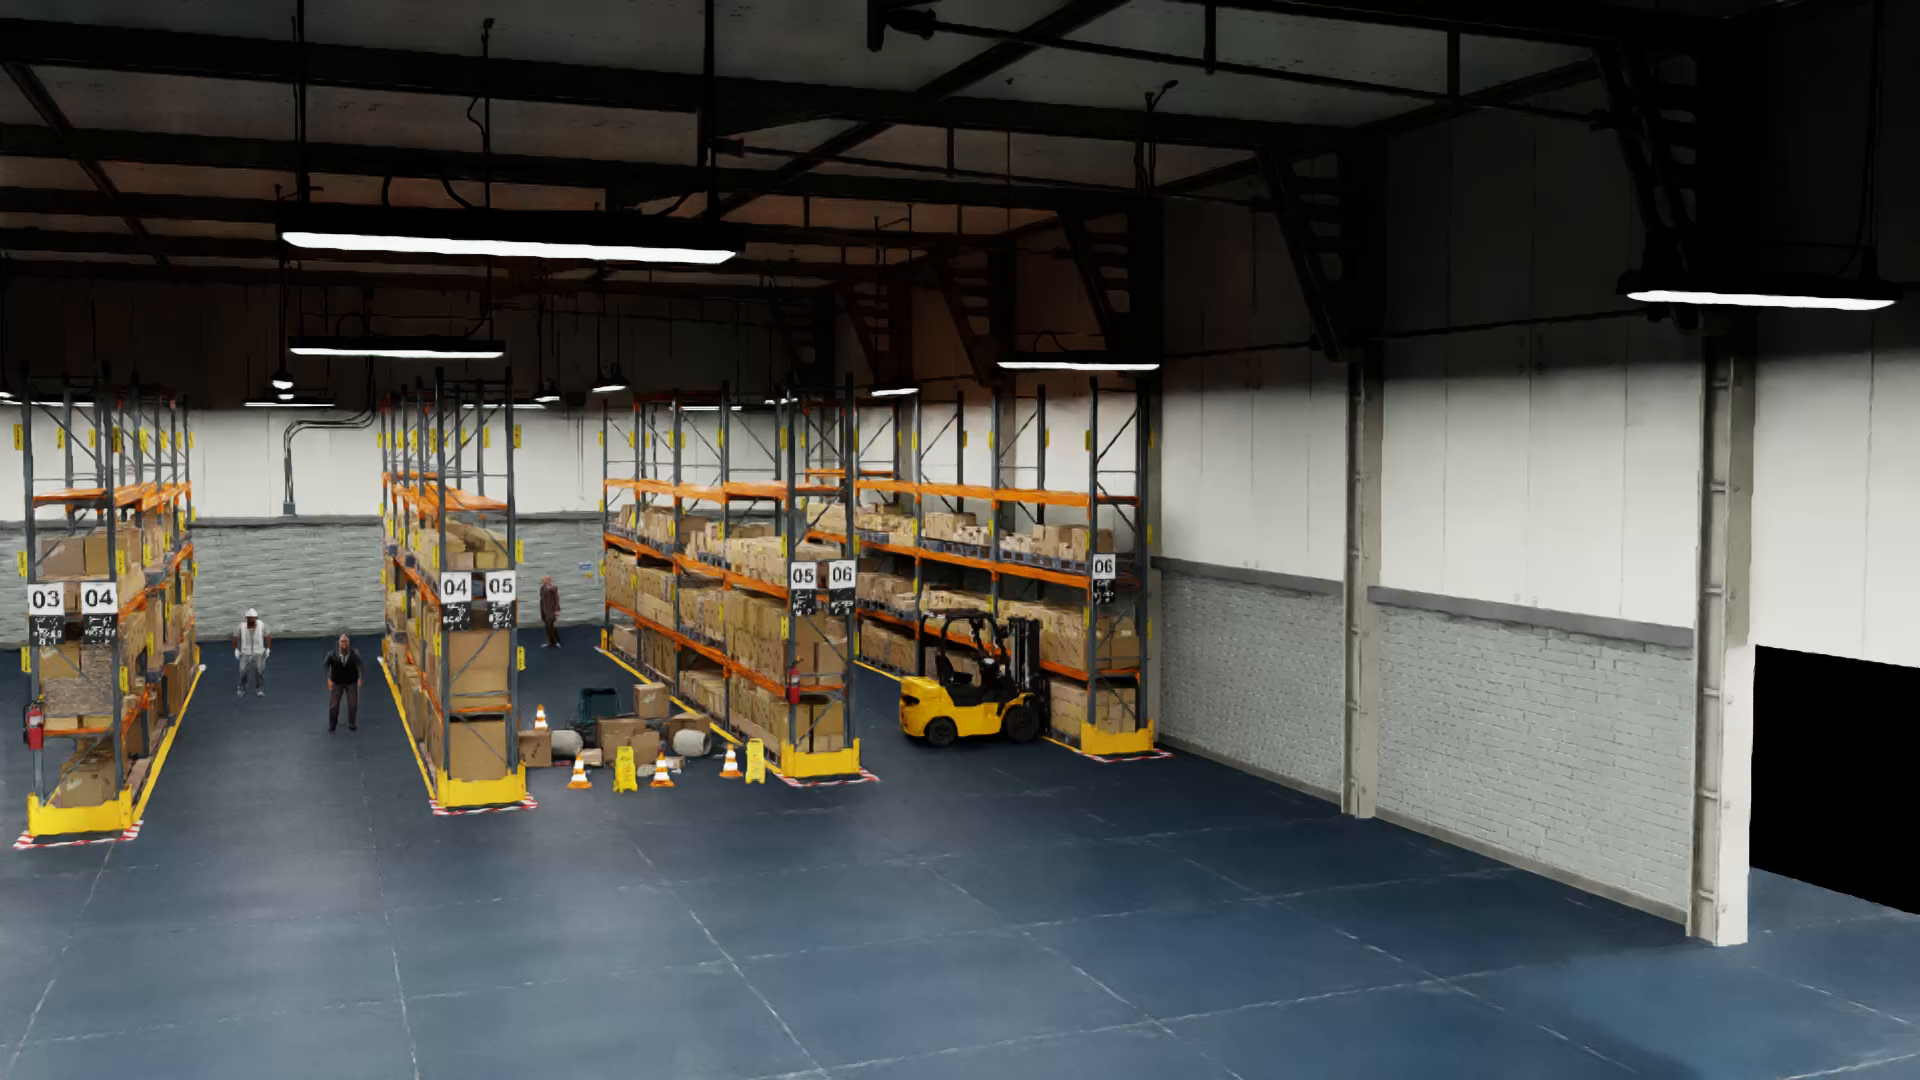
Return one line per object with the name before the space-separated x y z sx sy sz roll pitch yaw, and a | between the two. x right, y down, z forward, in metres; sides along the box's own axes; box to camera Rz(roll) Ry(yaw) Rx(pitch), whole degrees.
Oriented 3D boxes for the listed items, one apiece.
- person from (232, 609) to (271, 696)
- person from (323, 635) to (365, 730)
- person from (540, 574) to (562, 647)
person | -13.773 2.198 32.341 0.702 1.735 0.549 -1 4 -23
person | -10.583 2.455 28.574 0.677 1.674 0.534 -1 4 -23
person | -9.881 1.699 40.000 0.663 1.773 0.410 3 4 36
